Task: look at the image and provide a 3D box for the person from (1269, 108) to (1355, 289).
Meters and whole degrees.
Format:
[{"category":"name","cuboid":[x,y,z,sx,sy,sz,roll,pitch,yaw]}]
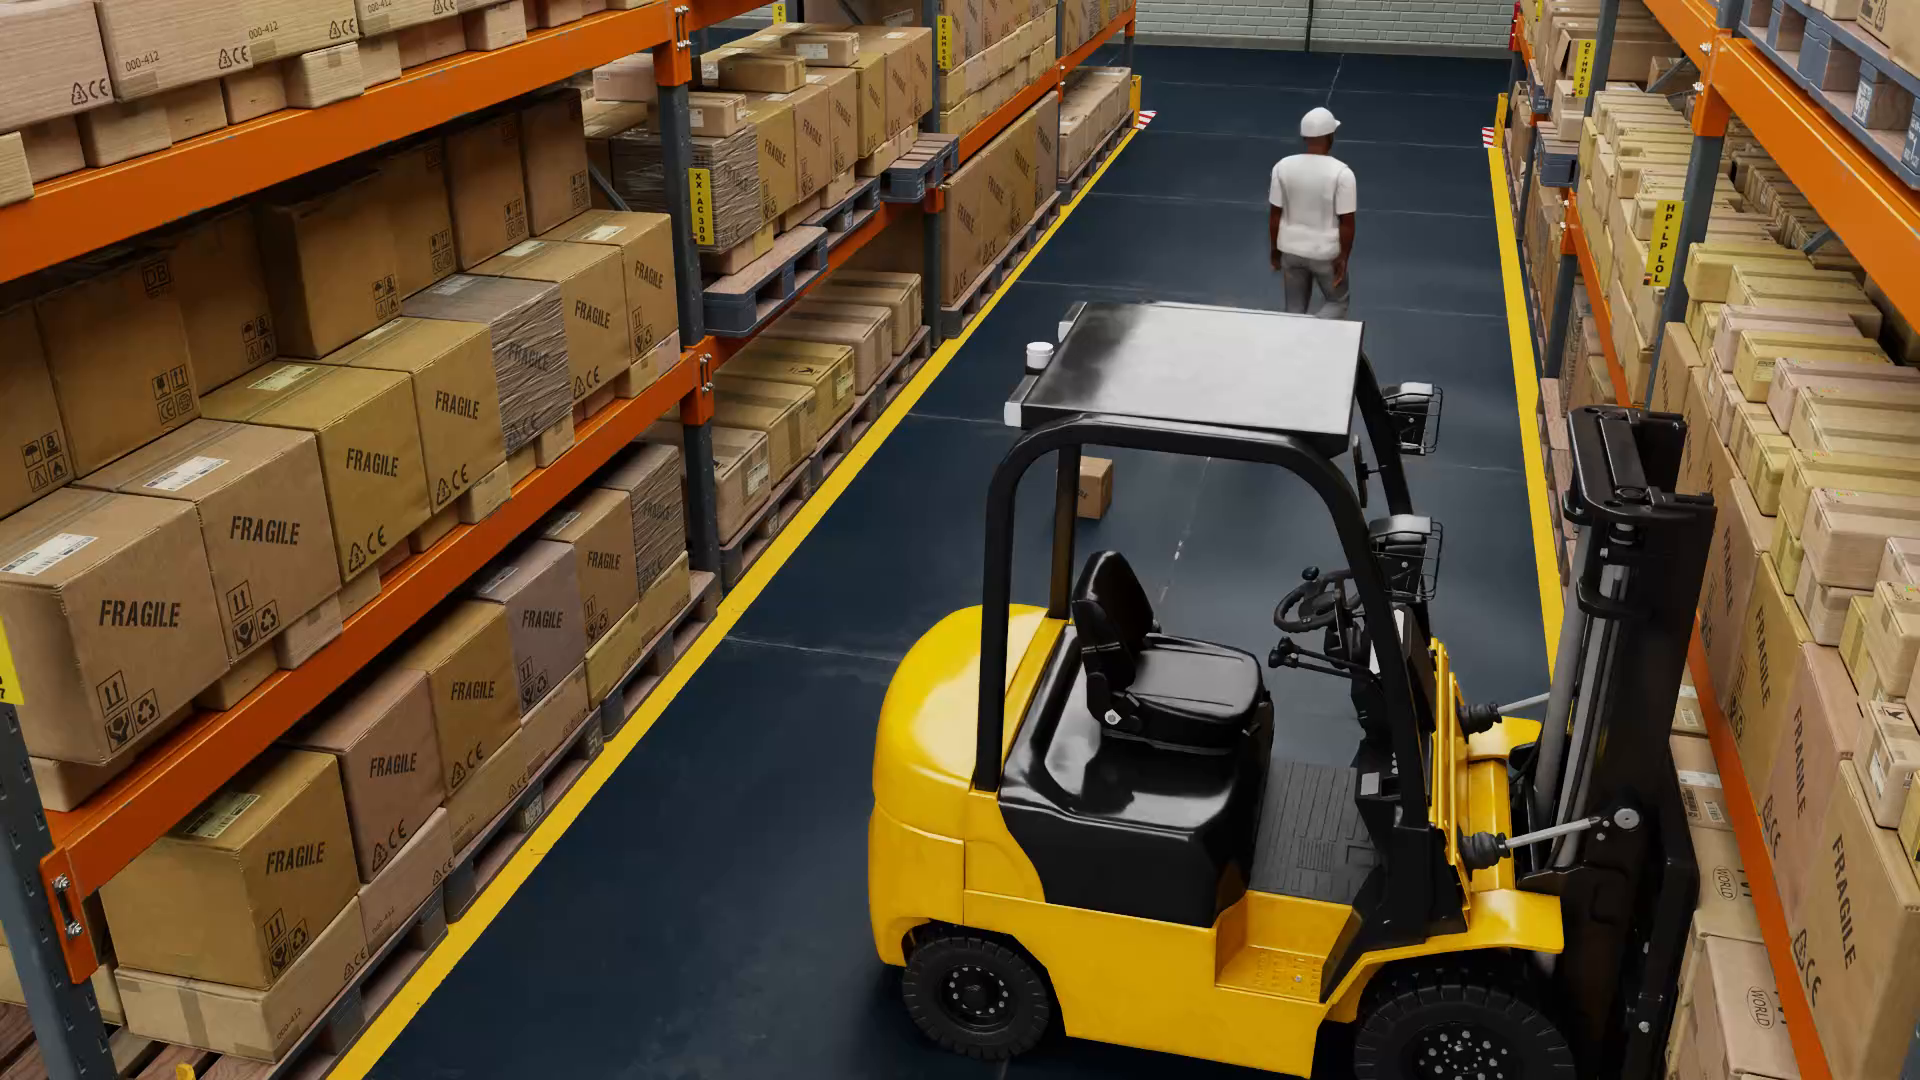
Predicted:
[{"category":"person","cuboid":[2.180,-2.103,10.187,0.564,1.065,0.347,14,29,27]}]
